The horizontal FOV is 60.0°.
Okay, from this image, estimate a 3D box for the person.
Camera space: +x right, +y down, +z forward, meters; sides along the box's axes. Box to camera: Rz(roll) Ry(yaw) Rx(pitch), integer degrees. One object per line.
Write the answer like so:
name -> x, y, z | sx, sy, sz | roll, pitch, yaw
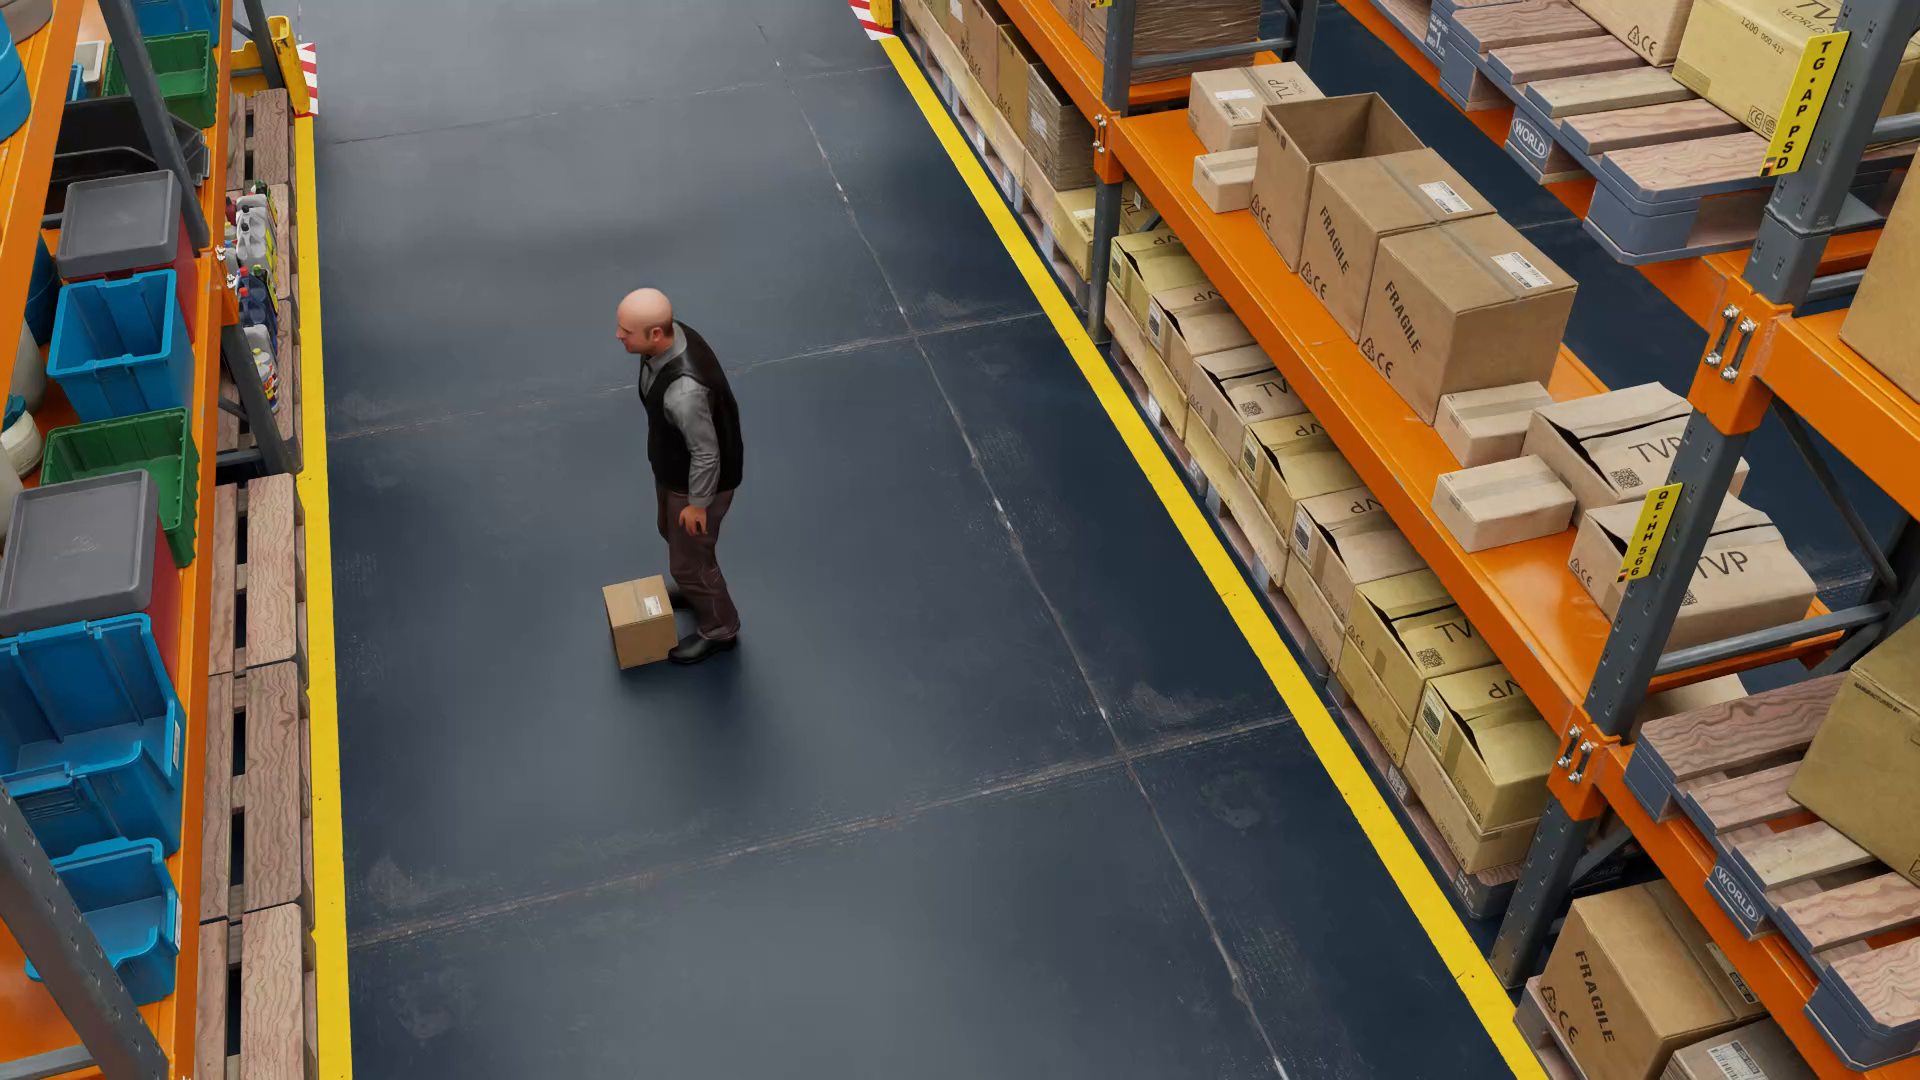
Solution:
person -> -1.055, -0.267, 6.476 | 0.427, 1.719, 0.582 | -14, 44, -15
